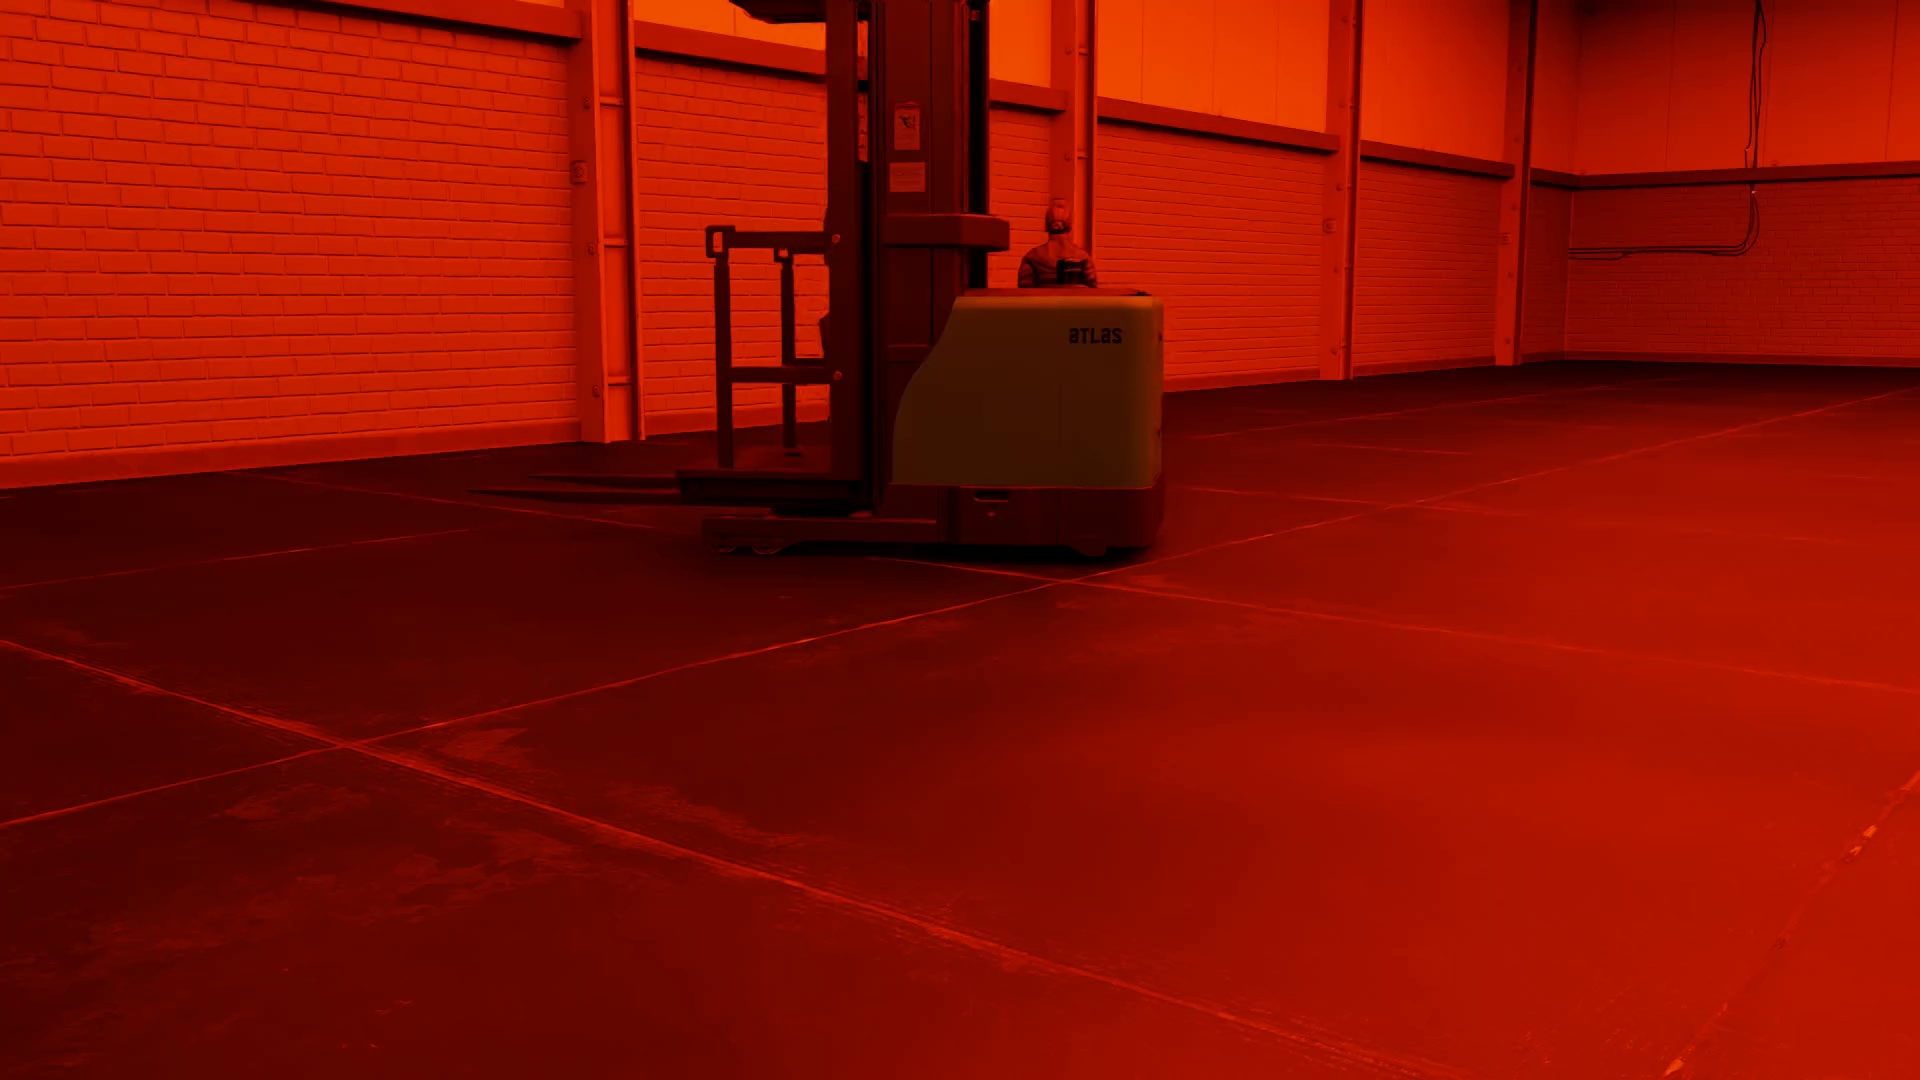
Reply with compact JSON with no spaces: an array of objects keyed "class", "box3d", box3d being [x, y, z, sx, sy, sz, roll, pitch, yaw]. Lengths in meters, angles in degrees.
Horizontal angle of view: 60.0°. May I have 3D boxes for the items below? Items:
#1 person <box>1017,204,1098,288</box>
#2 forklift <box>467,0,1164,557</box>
[{"class":"person","box3d":[0.608,-1.234,10.413,0.563,1.704,0.529,2,9,13]},{"class":"forklift","box3d":[-0.636,-1.459,7.250,3.031,2.935,1.130,1,8,10]}]
